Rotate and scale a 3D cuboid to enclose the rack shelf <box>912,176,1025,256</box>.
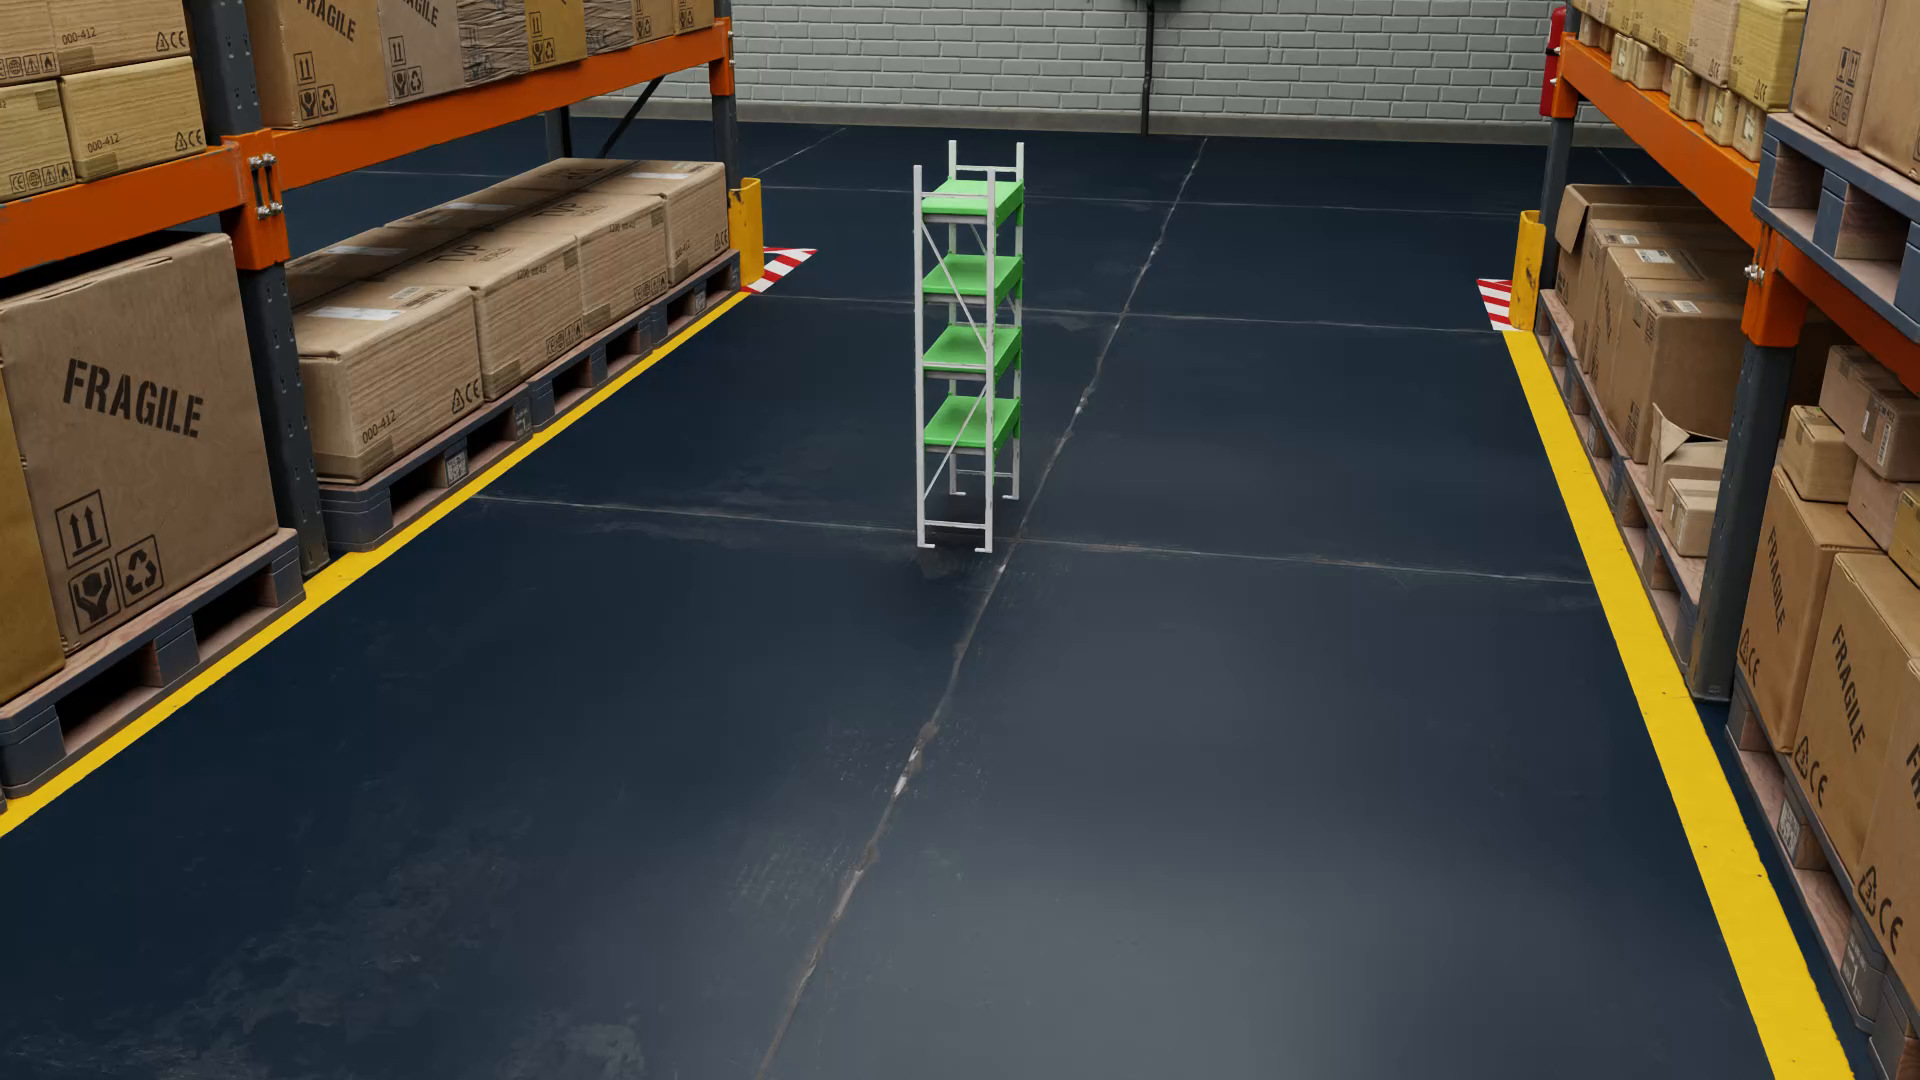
[{"bbox_3d":[0.034,-1.003,5.124,0.258,0.148,0.480,4,22,11],"label":"rack shelf"}]

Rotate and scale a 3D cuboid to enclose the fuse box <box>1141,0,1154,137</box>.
[{"bbox_3d":[1.513,-4.049,13.117,0.539,1.711,0.414,4,22,11],"label":"fuse box"}]

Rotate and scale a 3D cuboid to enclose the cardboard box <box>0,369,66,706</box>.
[{"bbox_3d":[-2.683,0.021,3.567,0.875,0.875,0.875,5,22,12],"label":"cardboard box"}]

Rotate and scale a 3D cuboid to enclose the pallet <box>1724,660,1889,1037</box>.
[{"bbox_3d":[2.273,0.638,3.488,1.003,0.211,1.213,4,22,11],"label":"pallet"}]

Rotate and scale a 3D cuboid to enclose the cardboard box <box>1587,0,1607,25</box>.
[{"bbox_3d":[2.760,-2.158,6.499,0.500,0.250,0.500,5,22,11],"label":"cardboard box"}]

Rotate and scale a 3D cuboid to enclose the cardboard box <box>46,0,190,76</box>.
[{"bbox_3d":[-2.310,-1.316,4.137,0.500,0.250,0.500,4,22,11],"label":"cardboard box"}]

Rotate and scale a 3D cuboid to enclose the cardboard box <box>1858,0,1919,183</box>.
[{"bbox_3d":[1.979,-0.848,2.748,0.700,0.500,0.500,5,22,12],"label":"cardboard box"}]

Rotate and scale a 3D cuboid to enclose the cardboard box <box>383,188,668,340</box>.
[{"bbox_3d":[-1.857,-1.218,7.230,0.875,0.438,0.875,5,22,12],"label":"cardboard box"}]

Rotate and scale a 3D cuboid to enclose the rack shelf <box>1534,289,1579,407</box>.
[{"bbox_3d":[-12.557,-1.232,4.665,30.696,2.800,11.642,4,22,11],"label":"rack shelf"}]

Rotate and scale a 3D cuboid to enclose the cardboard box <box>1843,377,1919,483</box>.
[{"bbox_3d":[2.063,-0.221,3.404,0.380,0.149,0.250,3,22,8],"label":"cardboard box"}]

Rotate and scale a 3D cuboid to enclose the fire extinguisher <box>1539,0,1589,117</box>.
[{"bbox_3d":[2.796,-2.299,7.650,0.296,0.674,0.183,4,22,11],"label":"fire extinguisher"}]

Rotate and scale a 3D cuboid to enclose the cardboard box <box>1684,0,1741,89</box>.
[{"bbox_3d":[2.355,-1.414,4.652,0.500,0.250,0.500,5,22,11],"label":"cardboard box"}]

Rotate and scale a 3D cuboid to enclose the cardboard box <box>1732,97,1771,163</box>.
[{"bbox_3d":[2.252,-1.072,4.338,0.380,0.149,0.250,5,22,12],"label":"cardboard box"}]

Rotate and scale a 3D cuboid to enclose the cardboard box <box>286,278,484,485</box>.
[{"bbox_3d":[-2.224,-0.561,5.599,0.875,0.438,0.875,4,22,10],"label":"cardboard box"}]

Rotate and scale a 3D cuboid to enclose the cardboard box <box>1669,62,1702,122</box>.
[{"bbox_3d":[2.386,-1.359,5.048,0.380,0.149,0.250,4,22,10],"label":"cardboard box"}]

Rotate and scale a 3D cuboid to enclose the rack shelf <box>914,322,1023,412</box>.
[{"bbox_3d":[0.034,-0.558,5.304,0.258,0.148,0.480,4,22,11],"label":"rack shelf"}]

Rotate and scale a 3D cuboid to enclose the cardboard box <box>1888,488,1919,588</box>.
[{"bbox_3d":[2.047,0.020,3.203,0.380,0.149,0.250,3,22,8],"label":"cardboard box"}]

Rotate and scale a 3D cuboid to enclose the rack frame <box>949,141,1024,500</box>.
[{"bbox_3d":[0.084,-0.706,5.501,0.240,1.200,0.015,4,22,11],"label":"rack frame"}]

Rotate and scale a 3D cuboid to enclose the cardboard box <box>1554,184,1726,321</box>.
[{"bbox_3d":[3.001,-1.239,7.195,0.797,0.503,0.637,4,22,9],"label":"cardboard box"}]

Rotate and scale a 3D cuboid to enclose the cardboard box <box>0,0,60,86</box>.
[{"bbox_3d":[-2.404,-1.132,3.682,0.500,0.250,0.500,5,22,12],"label":"cardboard box"}]

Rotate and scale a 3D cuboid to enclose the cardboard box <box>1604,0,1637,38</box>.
[{"bbox_3d":[2.659,-1.972,6.038,0.500,0.250,0.500,4,22,10],"label":"cardboard box"}]

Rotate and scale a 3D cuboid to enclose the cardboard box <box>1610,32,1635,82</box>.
[{"bbox_3d":[2.571,-1.736,5.985,0.380,0.149,0.250,4,22,9],"label":"cardboard box"}]

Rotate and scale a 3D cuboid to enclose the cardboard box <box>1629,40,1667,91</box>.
[{"bbox_3d":[2.538,-1.638,5.742,0.380,0.149,0.250,5,22,12],"label":"cardboard box"}]

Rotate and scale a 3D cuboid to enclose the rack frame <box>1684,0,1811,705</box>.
[{"bbox_3d":[2.402,-0.956,3.713,1.000,3.000,0.127,4,22,11],"label":"rack frame"}]

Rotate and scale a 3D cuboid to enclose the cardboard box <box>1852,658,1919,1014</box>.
[{"bbox_3d":[1.878,0.546,2.767,0.500,0.500,0.500,4,22,9],"label":"cardboard box"}]

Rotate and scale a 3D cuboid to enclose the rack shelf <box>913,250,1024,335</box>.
[{"bbox_3d":[0.034,-0.780,5.214,0.258,0.148,0.480,4,22,11],"label":"rack shelf"}]

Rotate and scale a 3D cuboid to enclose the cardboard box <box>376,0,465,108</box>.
[{"bbox_3d":[-1.999,-1.715,5.463,0.500,0.500,0.500,5,22,11],"label":"cardboard box"}]

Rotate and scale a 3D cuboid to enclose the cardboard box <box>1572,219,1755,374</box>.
[{"bbox_3d":[2.788,-0.928,6.427,0.700,0.500,0.500,5,23,13],"label":"cardboard box"}]

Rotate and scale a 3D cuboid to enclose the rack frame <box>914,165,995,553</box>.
[{"bbox_3d":[-0.016,-0.528,5.058,0.240,1.200,0.015,4,22,11],"label":"rack frame"}]

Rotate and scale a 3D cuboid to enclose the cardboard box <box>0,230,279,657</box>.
[{"bbox_3d":[-2.506,-0.310,4.389,0.875,0.875,0.875,5,23,13],"label":"cardboard box"}]

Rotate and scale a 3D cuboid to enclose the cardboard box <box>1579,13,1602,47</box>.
[{"bbox_3d":[2.883,-2.203,7.145,0.380,0.149,0.250,4,22,11],"label":"cardboard box"}]

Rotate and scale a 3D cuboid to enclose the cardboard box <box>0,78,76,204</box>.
[{"bbox_3d":[-2.407,-0.894,3.760,0.500,0.250,0.500,4,22,10],"label":"cardboard box"}]

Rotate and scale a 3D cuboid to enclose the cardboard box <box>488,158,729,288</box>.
[{"bbox_3d":[-1.678,-1.553,8.063,0.875,0.438,0.875,4,22,9],"label":"cardboard box"}]

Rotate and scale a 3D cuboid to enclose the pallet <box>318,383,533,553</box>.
[{"bbox_3d":[-2.226,-0.312,5.846,1.003,0.211,1.213,4,22,11],"label":"pallet"}]

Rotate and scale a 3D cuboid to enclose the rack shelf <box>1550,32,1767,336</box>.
[{"bbox_3d":[2.810,-1.354,5.663,1.077,0.370,4.000,4,22,11],"label":"rack shelf"}]

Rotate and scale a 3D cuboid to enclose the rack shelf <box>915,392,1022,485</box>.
[{"bbox_3d":[0.034,-0.335,5.393,0.258,0.148,0.480,4,22,11],"label":"rack shelf"}]

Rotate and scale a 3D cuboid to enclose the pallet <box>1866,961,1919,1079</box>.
[{"bbox_3d":[2.027,1.085,2.377,1.003,0.211,1.213,4,22,11],"label":"pallet"}]

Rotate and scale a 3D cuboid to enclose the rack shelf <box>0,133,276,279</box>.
[{"bbox_3d":[-2.866,-0.268,2.967,1.077,0.370,4.000,4,22,11],"label":"rack shelf"}]

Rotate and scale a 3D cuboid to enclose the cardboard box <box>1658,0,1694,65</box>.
[{"bbox_3d":[2.470,-1.595,5.102,0.500,0.250,0.500,4,22,11],"label":"cardboard box"}]

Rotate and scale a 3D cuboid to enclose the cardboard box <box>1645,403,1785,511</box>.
[{"bbox_3d":[2.301,-0.240,5.031,0.396,0.266,0.258,5,23,13],"label":"cardboard box"}]

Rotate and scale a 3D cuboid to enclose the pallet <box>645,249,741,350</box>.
[{"bbox_3d":[-1.728,-1.204,8.061,1.003,0.211,1.213,4,22,11],"label":"pallet"}]

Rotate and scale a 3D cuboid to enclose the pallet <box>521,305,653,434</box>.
[{"bbox_3d":[-1.979,-0.759,6.957,1.003,0.211,1.213,4,22,11],"label":"pallet"}]

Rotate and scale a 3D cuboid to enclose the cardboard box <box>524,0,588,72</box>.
[{"bbox_3d":[-1.786,-2.085,6.381,0.500,0.500,0.500,5,22,13],"label":"cardboard box"}]

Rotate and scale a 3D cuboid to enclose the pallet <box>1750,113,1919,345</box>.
[{"bbox_3d":[2.132,-0.583,3.044,1.003,0.211,1.213,4,22,11],"label":"pallet"}]

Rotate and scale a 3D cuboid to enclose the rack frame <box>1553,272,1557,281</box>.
[{"bbox_3d":[3.215,-2.419,7.346,0.949,2.616,0.053,4,22,11],"label":"rack frame"}]

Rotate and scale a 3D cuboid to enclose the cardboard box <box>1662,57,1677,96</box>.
[{"bbox_3d":[2.552,-1.539,5.495,0.380,0.149,0.250,4,22,11],"label":"cardboard box"}]

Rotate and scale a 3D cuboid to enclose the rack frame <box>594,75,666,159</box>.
[{"bbox_3d":[-1.638,-2.796,8.281,0.949,2.616,0.053,4,22,11],"label":"rack frame"}]

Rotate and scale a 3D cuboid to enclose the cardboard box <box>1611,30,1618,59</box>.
[{"bbox_3d":[2.745,-1.920,6.443,0.380,0.149,0.250,5,23,13],"label":"cardboard box"}]

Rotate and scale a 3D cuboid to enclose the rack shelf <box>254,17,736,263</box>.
[{"bbox_3d":[-2.050,-1.731,6.599,1.077,0.370,4.000,4,22,11],"label":"rack shelf"}]

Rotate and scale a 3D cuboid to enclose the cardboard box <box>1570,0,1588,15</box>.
[{"bbox_3d":[2.862,-2.342,6.956,0.500,0.250,0.500,5,22,11],"label":"cardboard box"}]

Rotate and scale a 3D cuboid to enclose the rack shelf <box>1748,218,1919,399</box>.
[{"bbox_3d":[1.994,0.109,2.031,1.077,0.370,4.000,4,22,11],"label":"rack shelf"}]

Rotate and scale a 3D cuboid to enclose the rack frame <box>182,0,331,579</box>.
[{"bbox_3d":[-2.458,-1.333,4.649,1.000,3.000,0.127,4,22,11],"label":"rack frame"}]

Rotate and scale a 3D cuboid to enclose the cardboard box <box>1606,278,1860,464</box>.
[{"bbox_3d":[2.577,-0.549,5.485,0.700,0.500,0.500,4,22,9],"label":"cardboard box"}]

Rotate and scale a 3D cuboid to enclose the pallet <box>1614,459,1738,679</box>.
[{"bbox_3d":[2.543,0.086,4.857,1.003,0.211,1.213,4,22,11],"label":"pallet"}]

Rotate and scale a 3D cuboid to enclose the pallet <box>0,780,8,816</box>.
[{"bbox_3d":[-2.788,0.696,3.344,1.003,0.211,1.213,4,22,11],"label":"pallet"}]

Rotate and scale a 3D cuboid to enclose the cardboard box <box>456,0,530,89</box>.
[{"bbox_3d":[-1.891,-1.896,5.913,0.500,0.500,0.500,5,22,11],"label":"cardboard box"}]

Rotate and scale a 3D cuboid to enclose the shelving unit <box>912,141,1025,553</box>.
[{"bbox_3d":[0.034,-0.617,5.280,0.258,1.200,0.503,4,22,11],"label":"shelving unit"}]

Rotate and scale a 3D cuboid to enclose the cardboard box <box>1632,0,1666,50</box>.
[{"bbox_3d":[2.576,-1.783,5.569,0.500,0.250,0.500,4,22,10],"label":"cardboard box"}]

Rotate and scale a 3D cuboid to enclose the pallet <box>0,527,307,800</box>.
[{"bbox_3d":[-2.541,0.248,4.455,1.003,0.211,1.213,4,22,11],"label":"pallet"}]

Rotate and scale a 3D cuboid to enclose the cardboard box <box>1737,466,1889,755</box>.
[{"bbox_3d":[2.083,0.168,3.705,0.500,0.500,0.500,5,23,13],"label":"cardboard box"}]
